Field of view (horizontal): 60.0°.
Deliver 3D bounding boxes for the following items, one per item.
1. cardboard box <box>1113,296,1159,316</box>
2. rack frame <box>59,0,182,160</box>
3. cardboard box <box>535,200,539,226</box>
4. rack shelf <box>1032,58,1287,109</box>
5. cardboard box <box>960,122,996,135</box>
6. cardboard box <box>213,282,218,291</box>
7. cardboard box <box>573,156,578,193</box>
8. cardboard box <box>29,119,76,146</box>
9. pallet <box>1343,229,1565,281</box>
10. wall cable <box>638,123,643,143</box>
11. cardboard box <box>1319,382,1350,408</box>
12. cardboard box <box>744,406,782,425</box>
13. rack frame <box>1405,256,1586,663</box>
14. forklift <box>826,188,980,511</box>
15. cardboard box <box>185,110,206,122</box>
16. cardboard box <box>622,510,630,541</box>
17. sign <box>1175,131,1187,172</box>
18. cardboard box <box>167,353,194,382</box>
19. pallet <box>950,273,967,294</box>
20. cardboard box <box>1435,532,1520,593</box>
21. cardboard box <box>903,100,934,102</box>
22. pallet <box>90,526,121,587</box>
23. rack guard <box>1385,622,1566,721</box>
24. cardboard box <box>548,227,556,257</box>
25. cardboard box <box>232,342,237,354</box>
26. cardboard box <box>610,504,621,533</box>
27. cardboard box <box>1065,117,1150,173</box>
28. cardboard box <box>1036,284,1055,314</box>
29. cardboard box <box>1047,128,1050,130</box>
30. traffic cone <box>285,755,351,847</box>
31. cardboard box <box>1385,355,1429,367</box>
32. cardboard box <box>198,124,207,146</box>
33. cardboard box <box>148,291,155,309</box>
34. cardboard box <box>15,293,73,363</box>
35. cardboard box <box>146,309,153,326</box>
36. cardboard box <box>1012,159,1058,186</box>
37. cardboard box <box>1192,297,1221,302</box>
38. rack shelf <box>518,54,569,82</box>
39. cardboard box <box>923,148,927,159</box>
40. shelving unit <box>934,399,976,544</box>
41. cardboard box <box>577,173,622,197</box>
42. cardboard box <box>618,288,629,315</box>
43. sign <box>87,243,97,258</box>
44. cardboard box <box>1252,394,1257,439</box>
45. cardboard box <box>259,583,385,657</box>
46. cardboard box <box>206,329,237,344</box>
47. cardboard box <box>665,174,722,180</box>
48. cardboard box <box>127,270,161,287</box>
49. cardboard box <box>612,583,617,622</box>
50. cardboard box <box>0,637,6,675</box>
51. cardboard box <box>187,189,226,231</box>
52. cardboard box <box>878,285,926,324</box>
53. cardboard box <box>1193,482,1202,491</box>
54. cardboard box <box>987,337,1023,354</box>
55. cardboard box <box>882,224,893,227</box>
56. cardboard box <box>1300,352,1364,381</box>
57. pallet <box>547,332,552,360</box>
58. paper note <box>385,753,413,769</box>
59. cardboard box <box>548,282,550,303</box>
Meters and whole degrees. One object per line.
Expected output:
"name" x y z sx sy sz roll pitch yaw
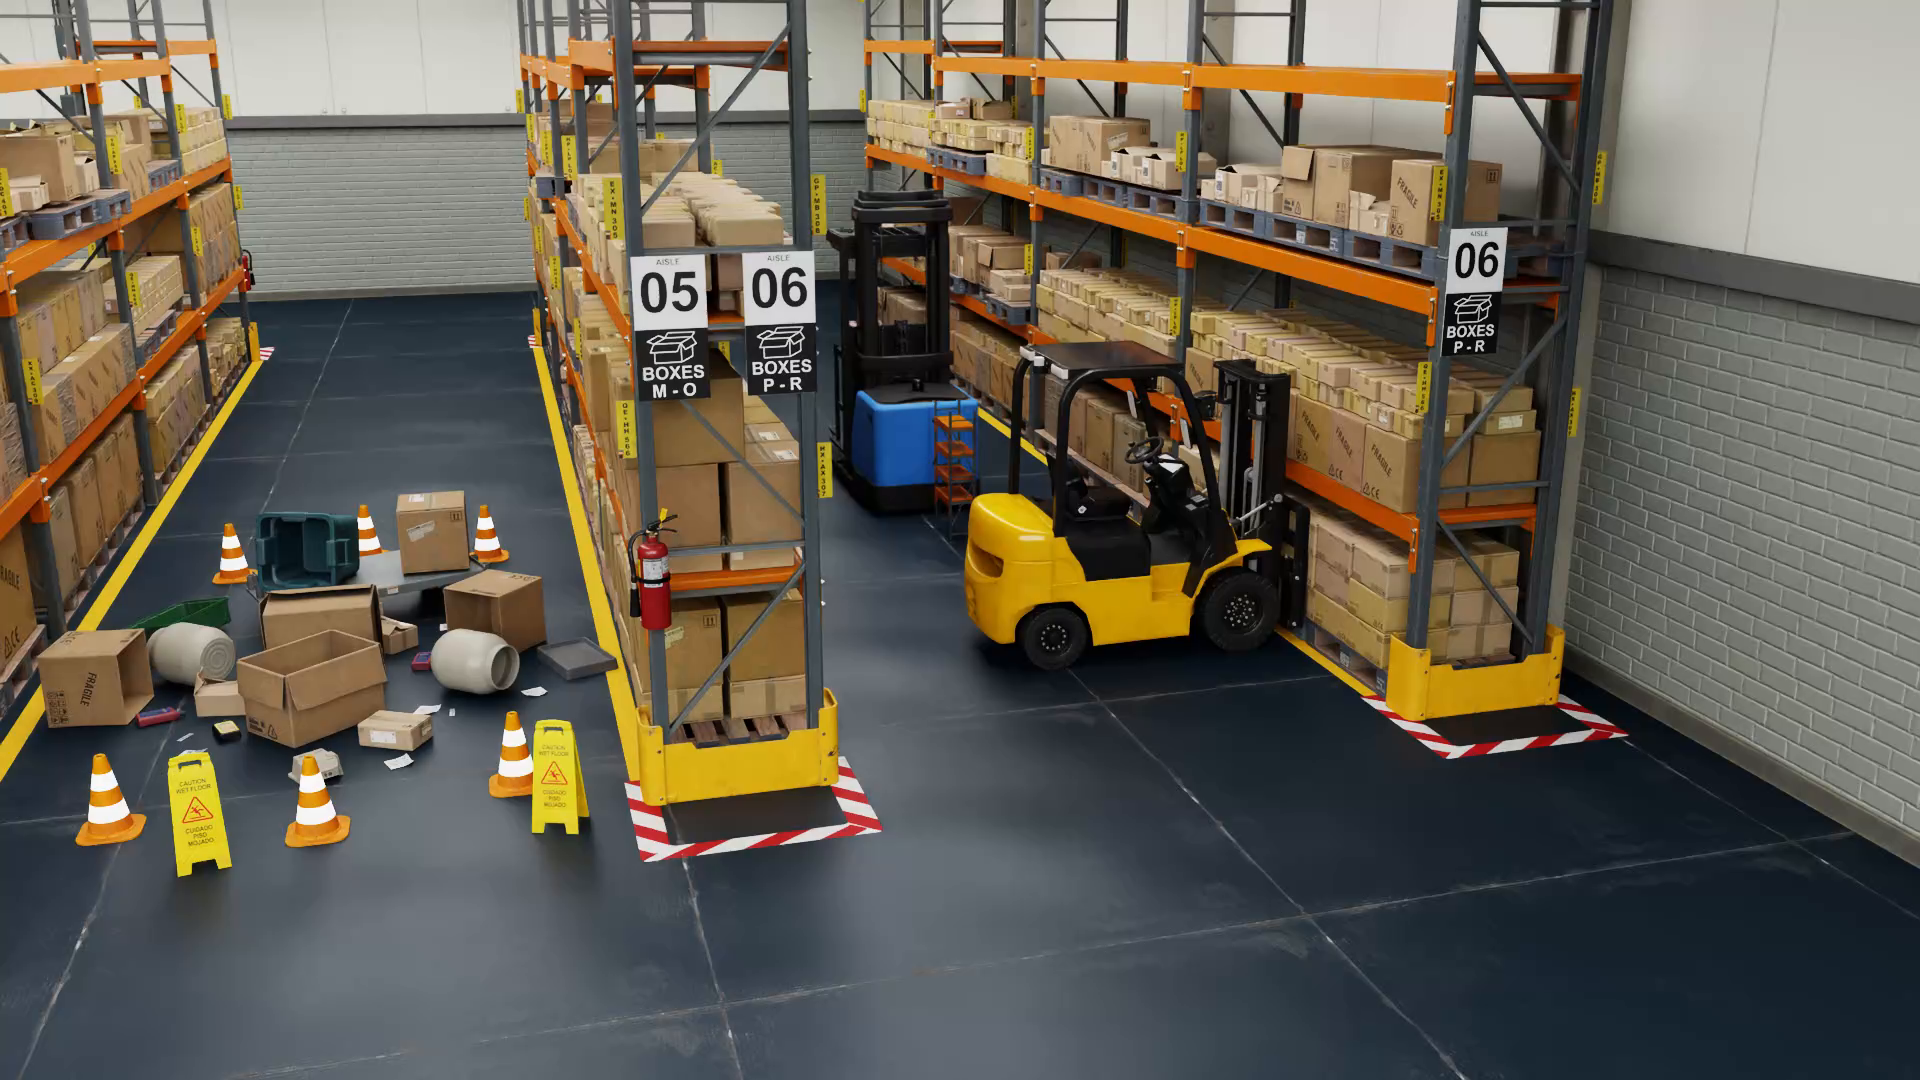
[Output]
"cardboard box" 1.677 -2.231 15.862 0.380 0.149 0.250 -5 17 -15
"rack frame" -9.338 -5.717 18.343 1.000 3.000 0.127 -5 17 -15
"cardboard box" -5.282 -4.180 21.741 0.500 0.500 0.500 -4 17 -15
"rack shelf" 1.814 -4.334 15.685 1.077 0.370 4.000 -5 17 -15
"cardboard box" 0.219 -4.970 20.087 0.380 0.149 0.250 -4 17 -14
"cardboard box" -9.510 -3.188 20.789 0.380 0.149 0.250 -4 17 -13
"cardboard box" -3.256 -3.378 15.597 0.700 0.500 0.500 -5 17 -15
"cardboard box" -8.973 -4.034 16.450 0.396 0.266 0.258 -5 17 -15
"pallet" 3.294 -1.929 11.101 1.003 0.211 1.213 -5 17 -15
"wall cable" -5.917 -6.530 29.710 0.588 1.984 0.122 -5 17 -15
"cardboard box" 2.811 -1.054 11.947 0.380 0.149 0.250 -5 18 -17
"cardboard box" -1.458 -0.571 10.949 0.500 0.500 0.500 -5 17 -16
"rack frame" 3.463 -0.338 10.862 1.000 3.000 0.127 -5 17 -15
"forklift" -0.706 -2.056 16.700 1.130 2.935 3.031 -5 17 -15
"cardboard box" -9.830 -5.391 21.169 0.380 0.149 0.250 -5 17 -17
"cardboard box" -1.943 -0.113 10.551 0.380 0.149 0.250 -4 17 -14
"sign" 1.845 -3.233 13.842 0.100 0.325 0.005 -5 17 -15
"cardboard box" -8.762 -1.878 18.301 0.500 0.250 0.500 -4 17 -13
"pallet" 0.280 -3.335 21.175 1.003 0.211 1.213 -5 17 -15
"cardboard box" 3.513 0.151 11.545 0.500 0.250 0.500 -5 17 -16
"cardboard box" -0.543 -6.409 24.735 0.500 0.250 0.500 -5 17 -17
"pallet" -7.763 0.159 14.057 1.003 0.211 1.213 -5 17 -15
"rack guard" 3.470 0.866 11.199 1.175 0.500 0.348 -5 17 -15
"cardboard box" -4.312 -3.226 18.565 0.500 0.500 0.500 -5 17 -16
"cardboard box" -9.718 -2.519 21.834 0.380 0.149 0.250 -4 17 -14
"cardboard box" -2.309 -0.164 11.904 0.380 0.149 0.250 -4 17 -12
"cardboard box" 1.464 -3.933 16.538 0.700 0.500 0.500 -5 17 -16
"cardboard box" 1.128 -2.574 17.699 0.500 0.250 0.500 -5 17 -15
"cardboard box" 1.199 -4.583 18.833 0.380 0.149 0.250 -4 17 -13
"traffic cone" -3.641 1.436 9.368 0.336 0.463 0.334 -5 17 -15
"cardboard box" 3.301 -1.236 12.034 0.380 0.149 0.250 -4 17 -14
"cardboard box" -9.658 -5.024 20.640 0.500 0.250 0.500 -5 18 -18
"cardboard box" -8.534 -2.467 17.139 0.380 0.149 0.250 -5 17 -16
"cardboard box" -7.701 -1.717 13.541 0.700 0.500 0.500 -5 17 -16
"cardboard box" -8.467 -2.255 16.952 0.380 0.149 0.250 -4 17 -13
"cardboard box" 0.890 -4.038 18.227 0.500 0.250 0.500 -5 18 -17
"cardboard box" 2.248 -2.204 15.774 0.380 0.149 0.250 -5 17 -15
"rack shelf" -5.156 -6.154 21.742 1.077 0.370 4.000 -5 17 -15
"cardboard box" -0.282 -5.117 21.996 0.380 0.149 0.250 -5 17 -15
"shelving unit" -0.046 -0.620 14.932 0.258 1.200 0.503 -5 17 -15
"cardboard box" -2.635 -2.636 12.349 0.380 0.149 0.250 -5 17 -16
"cardboard box" -1.775 -1.403 9.632 0.380 0.149 0.250 -5 17 -15
"sign" -9.857 -3.214 18.932 0.100 0.325 0.005 -5 17 -15
"cardboard box" 2.534 -1.066 13.112 0.500 0.500 0.500 -5 17 -16
"cardboard box" -4.490 0.643 11.702 0.797 0.637 0.503 -5 17 -15
"cardboard box" -9.703 -2.663 21.794 0.380 0.149 0.250 -4 17 -13
"cardboard box" -1.965 -2.612 12.272 0.380 0.149 0.250 -5 17 -17
"cardboard box" -8.682 -2.754 17.578 0.380 0.149 0.250 -6 18 -18
"cardboard box" -2.347 0.397 12.467 0.500 0.250 0.500 -4 17 -12
"cardboard box" -6.782 0.614 10.658 0.875 0.875 0.875 -5 17 -15
"cardboard box" -9.781 -4.230 21.390 0.500 0.500 0.500 -4 17 -12
"cardboard box" -0.857 -3.592 25.306 0.797 0.503 0.637 -5 18 -17
"cardboard box" 2.200 -0.409 14.282 0.500 0.250 0.500 -5 17 -16
"cardboard box" 0.548 -2.351 20.051 0.380 0.149 0.250 -6 18 -18
"cardboard box" -0.929 -4.548 24.621 0.500 0.250 0.500 -5 17 -15
"cardboard box" 2.715 -1.266 12.135 0.380 0.149 0.250 -4 17 -14
"pallet" -5.410 -2.819 23.971 1.003 0.211 1.213 -5 17 -15
"paper note" -3.482 1.374 10.326 0.148 0.019 0.142 -12 20 -34
"cardboard box" -4.595 -2.906 19.673 0.500 0.250 0.500 -5 17 -17
